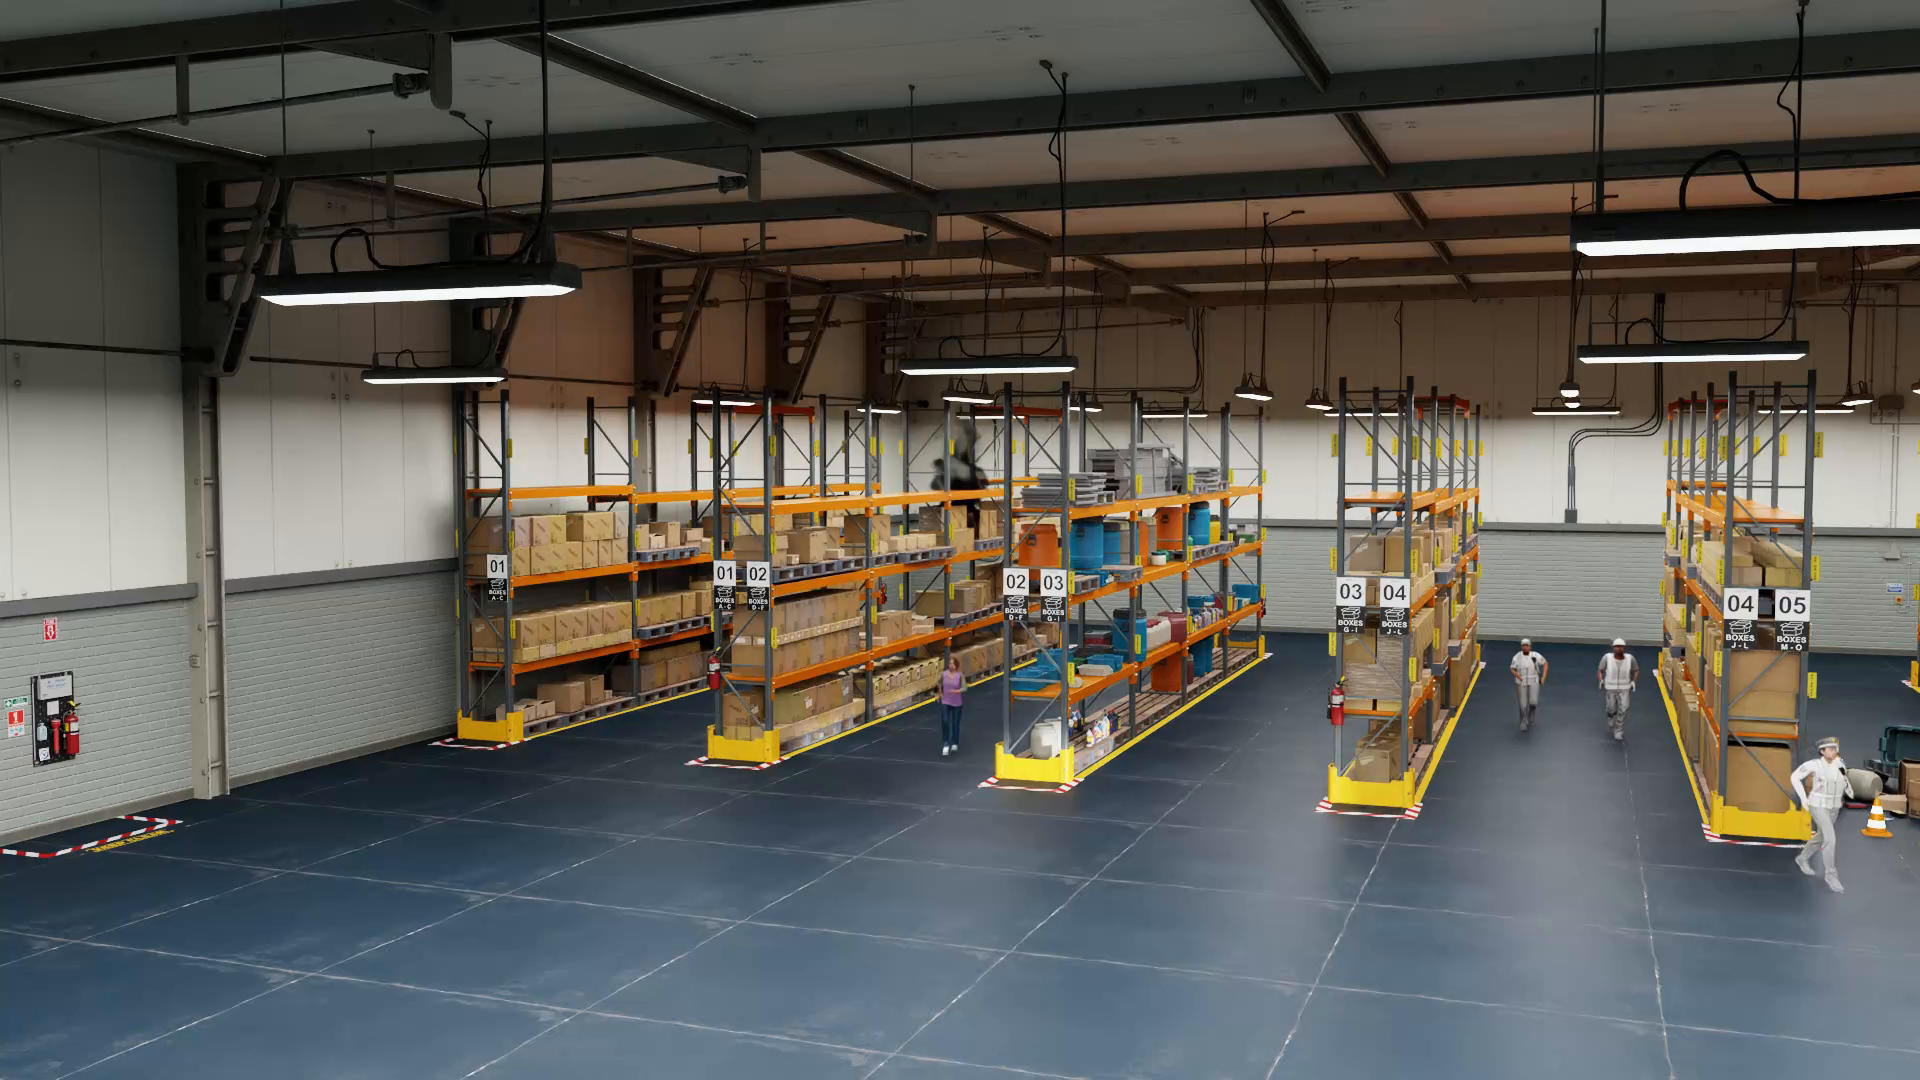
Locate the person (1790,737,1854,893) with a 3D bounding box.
[{"bbox_3d":[9.936,3.103,19.127,0.605,1.725,0.813,-1,3,-17],"label":"person"}]

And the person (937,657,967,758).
[{"bbox_3d":[-0.134,2.708,27.073,0.515,1.621,0.663,0,3,6],"label":"person"}]

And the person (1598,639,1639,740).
[{"bbox_3d":[11.382,2.556,28.762,0.671,1.734,0.694,1,3,17],"label":"person"}]

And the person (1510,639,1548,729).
[{"bbox_3d":[10.087,2.567,29.513,0.626,1.623,0.668,1,3,23],"label":"person"}]
